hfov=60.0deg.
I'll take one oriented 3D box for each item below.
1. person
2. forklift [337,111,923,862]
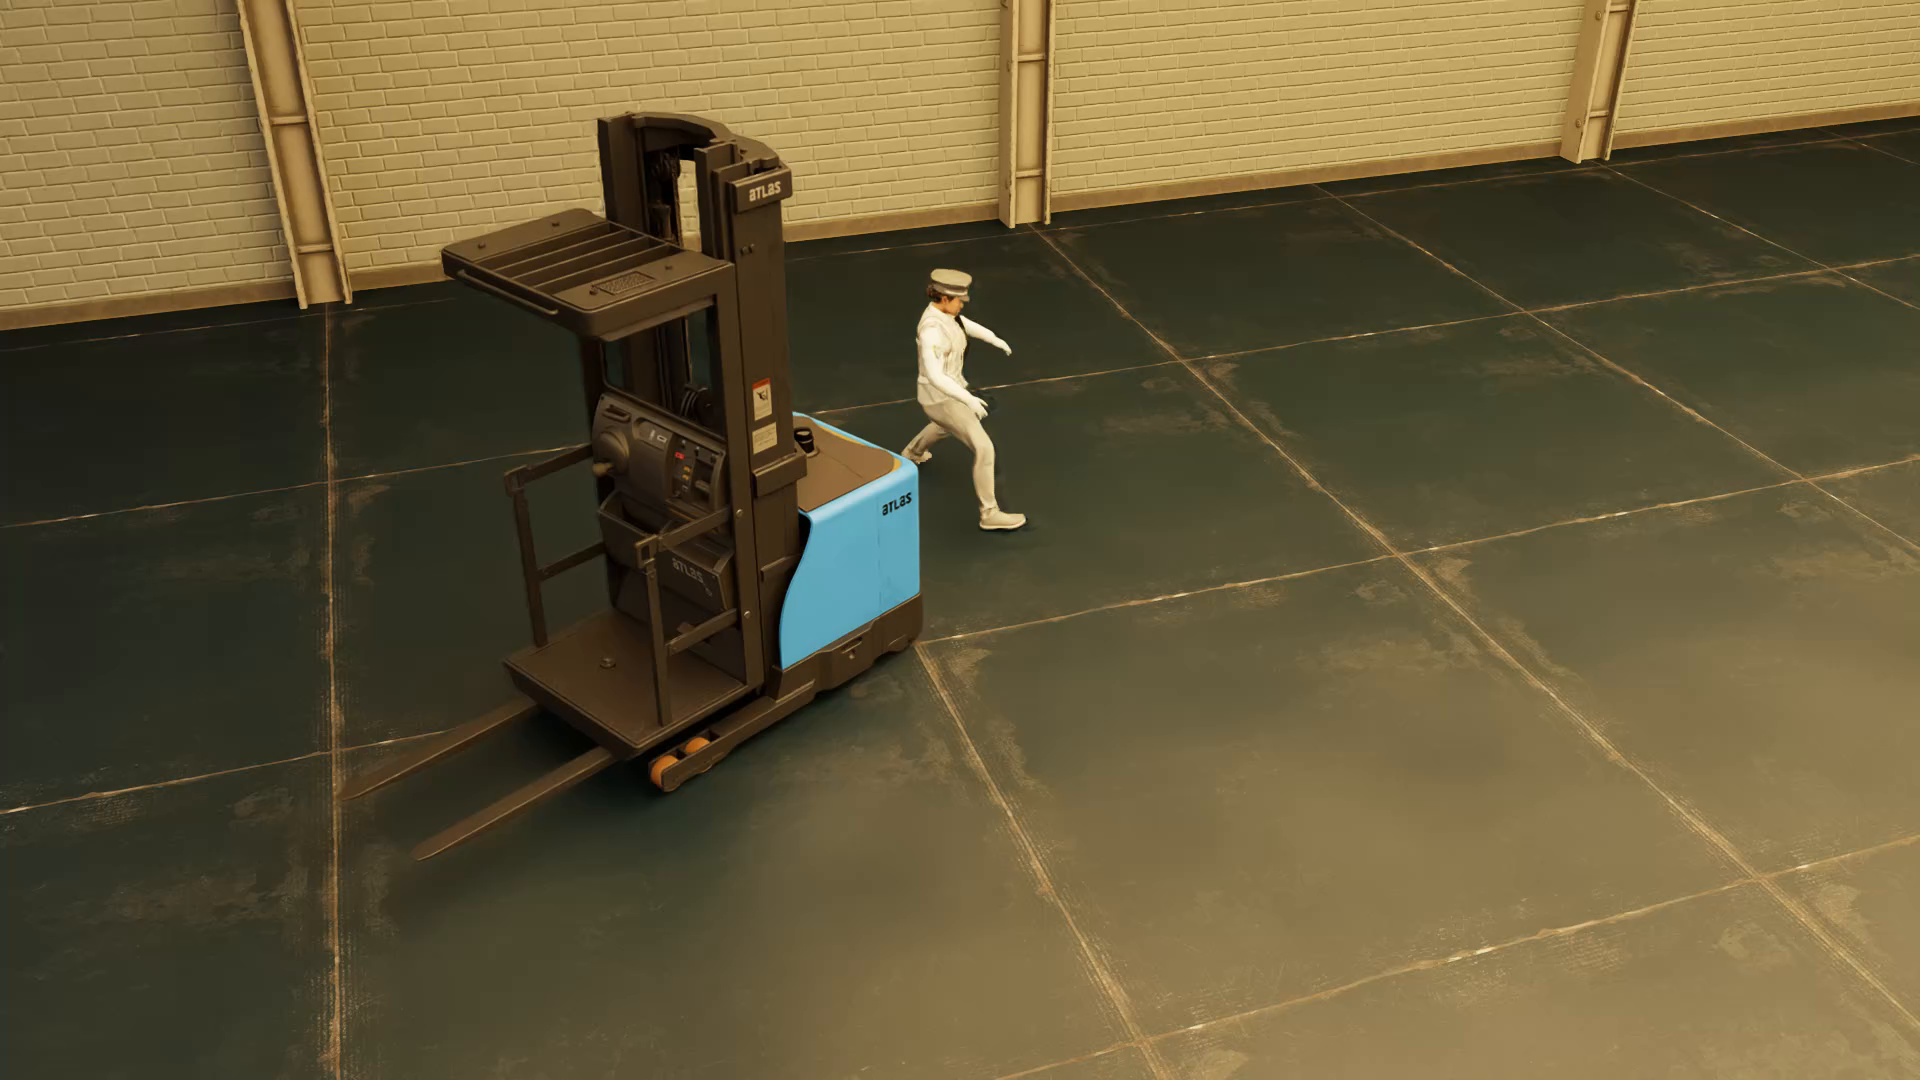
[{"bbox_3d":[0.012,-0.929,10.191,0.922,1.518,0.998,5,30,8],"label":"person"},{"bbox_3d":[-1.567,-0.359,7.712,1.130,2.935,3.031,25,38,36],"label":"forklift"}]
